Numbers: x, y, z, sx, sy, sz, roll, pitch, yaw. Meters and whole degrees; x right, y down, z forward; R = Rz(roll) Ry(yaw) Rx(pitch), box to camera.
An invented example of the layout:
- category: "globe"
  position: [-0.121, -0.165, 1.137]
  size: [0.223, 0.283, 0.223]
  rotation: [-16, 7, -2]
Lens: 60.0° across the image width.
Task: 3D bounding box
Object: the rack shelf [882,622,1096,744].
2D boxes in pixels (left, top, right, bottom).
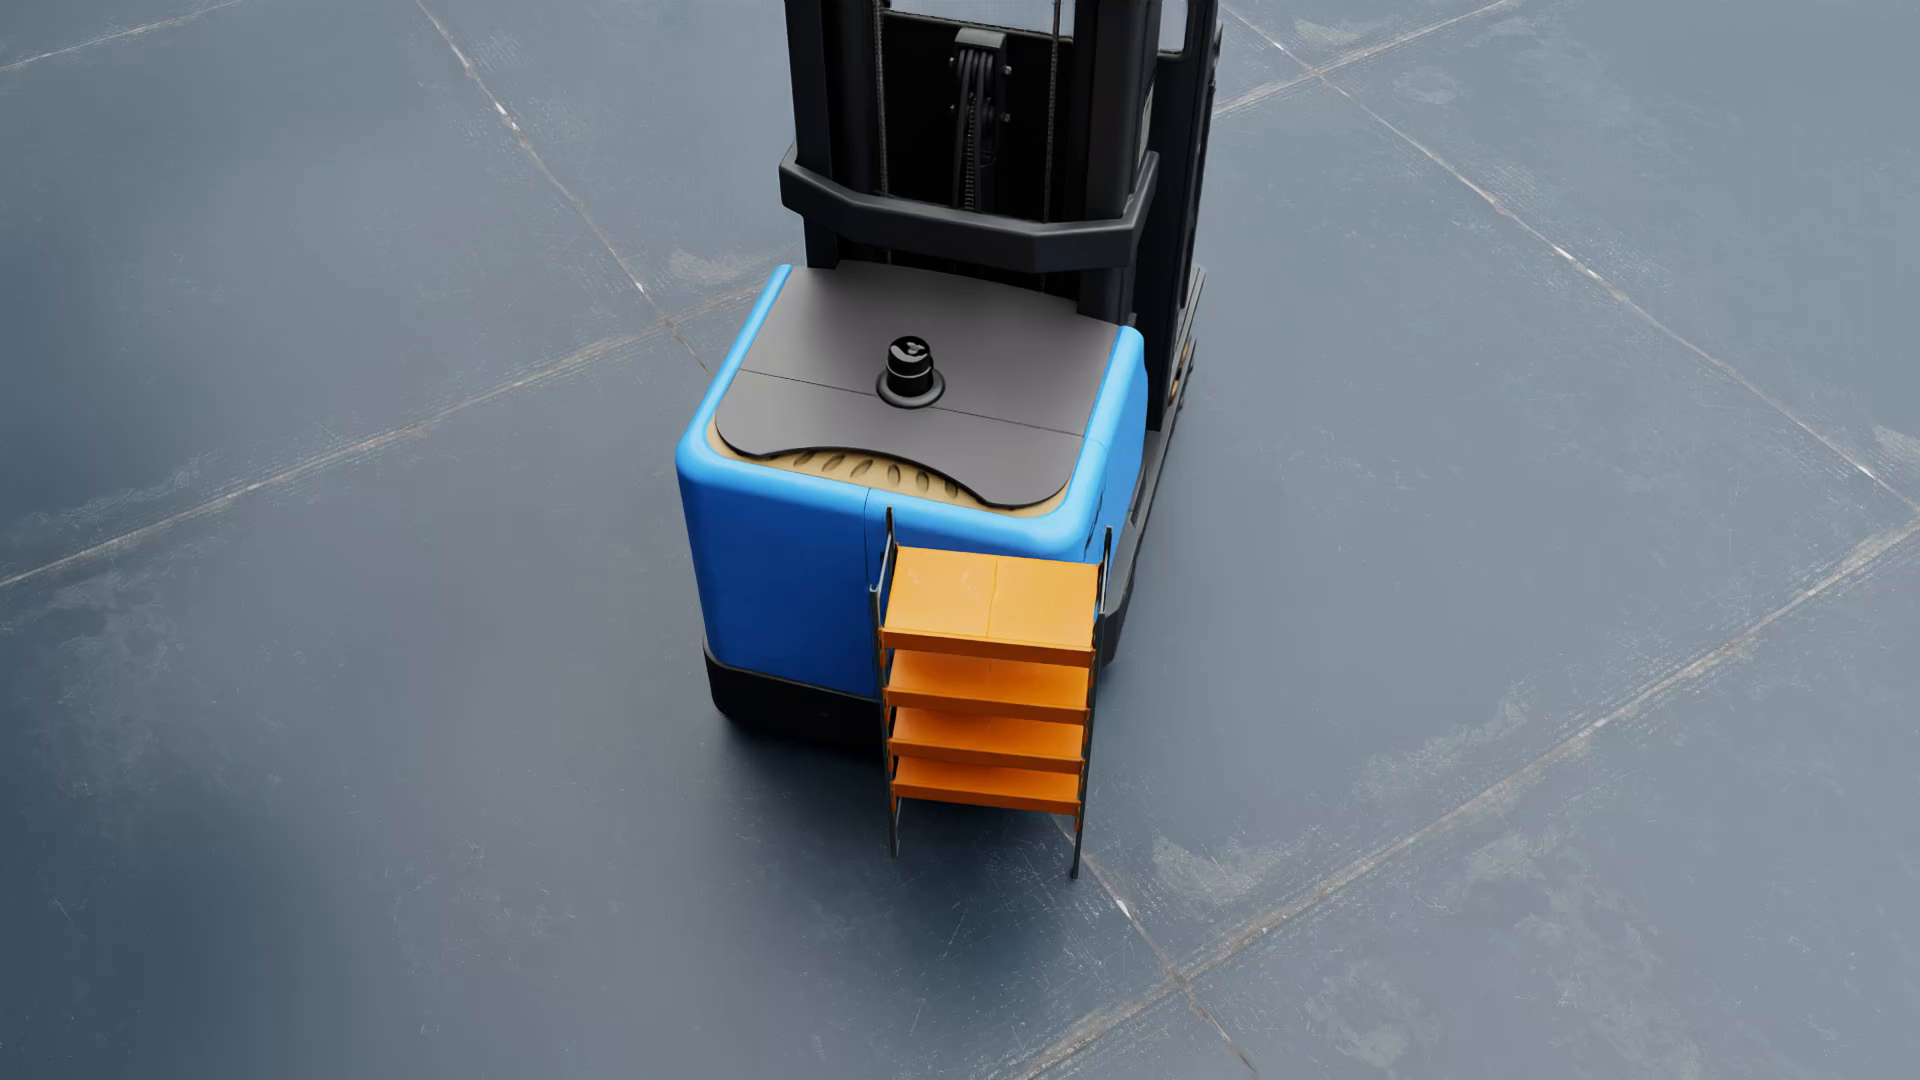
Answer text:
- category: "rack shelf"
  position: [0.075, 0.316, 3.947]
  size: [0.480, 0.148, 0.258]
  rotation: [5, 52, 5]

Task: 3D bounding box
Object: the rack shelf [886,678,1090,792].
- category: "rack shelf"
  position: [0.076, 0.455, 4.122]
  size: [0.480, 0.148, 0.258]
  rotation: [5, 52, 5]

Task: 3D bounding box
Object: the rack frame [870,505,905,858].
- category: "rack frame"
  position: [-0.166, 0.391, 4.089]
  size: [0.015, 1.200, 0.240]
  rotation: [5, 52, 5]

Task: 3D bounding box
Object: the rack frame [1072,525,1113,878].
- category: "rack frame"
  position: [0.318, 0.436, 4.049]
  size: [0.015, 1.200, 0.240]
  rotation: [5, 52, 5]

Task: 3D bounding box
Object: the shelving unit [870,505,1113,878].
- category: "shelving unit"
  position: [0.076, 0.413, 4.069]
  size: [0.503, 1.200, 0.258]
  rotation: [5, 52, 5]

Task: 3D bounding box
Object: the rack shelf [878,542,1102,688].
- category: "rack shelf"
  position: [0.073, 0.168, 3.762]
  size: [0.480, 0.148, 0.258]
  rotation: [5, 52, 5]

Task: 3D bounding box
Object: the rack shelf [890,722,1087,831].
- category: "rack shelf"
  position: [0.078, 0.579, 4.277]
  size: [0.480, 0.148, 0.258]
  rotation: [5, 52, 5]

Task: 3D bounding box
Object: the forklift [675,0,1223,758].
- category: "forklift"
  position: [0.178, -1.423, 4.555]
  size: [1.130, 2.935, 3.031]
  rotation: [12, 49, 10]
